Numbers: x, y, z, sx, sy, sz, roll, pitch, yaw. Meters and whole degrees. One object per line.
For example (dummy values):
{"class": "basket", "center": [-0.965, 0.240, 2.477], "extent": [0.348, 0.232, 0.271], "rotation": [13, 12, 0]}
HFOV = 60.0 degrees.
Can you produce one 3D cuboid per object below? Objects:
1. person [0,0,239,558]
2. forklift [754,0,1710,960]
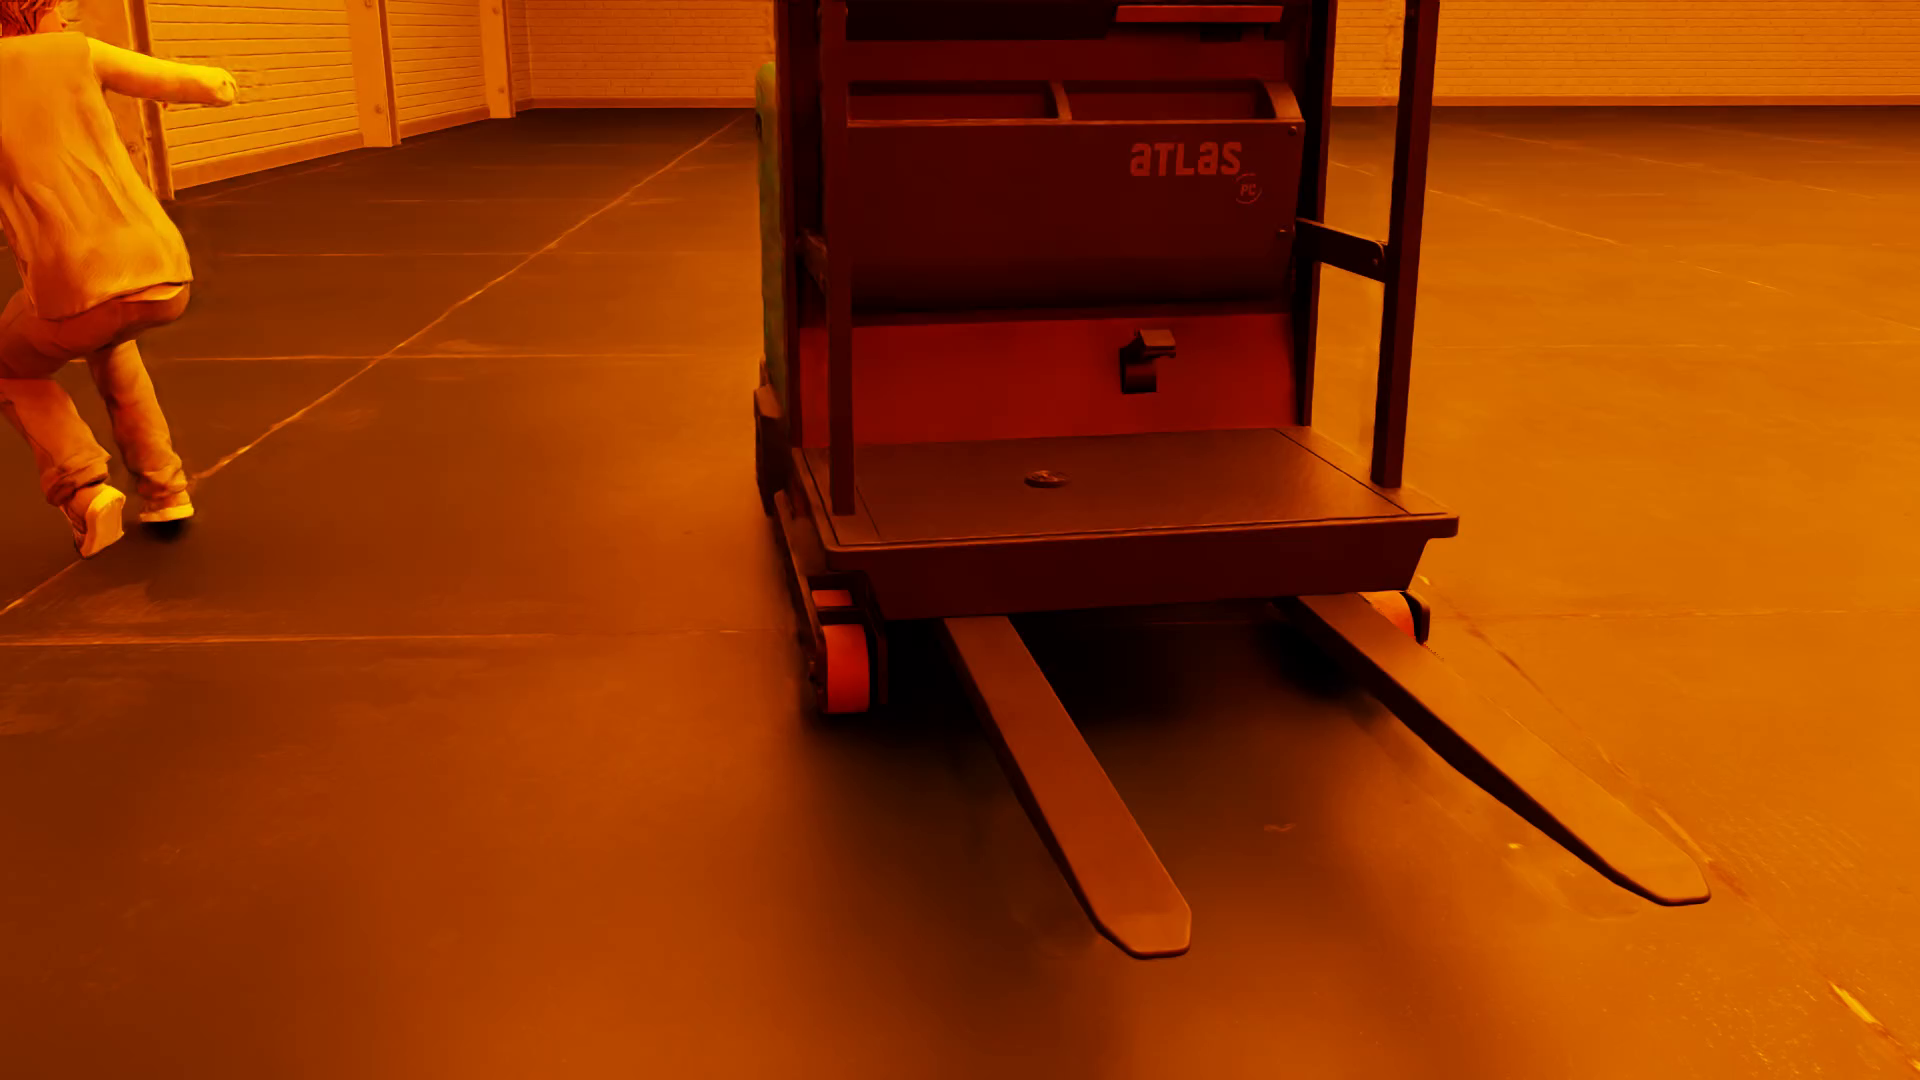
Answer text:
{"class": "person", "center": [-2.025, -0.653, 3.796], "extent": [0.680, 1.326, 0.882], "rotation": [-15, 23, -40]}
{"class": "forklift", "center": [0.236, -1.208, 2.855], "extent": [1.130, 2.935, 3.031], "rotation": [-3, 17, -10]}
